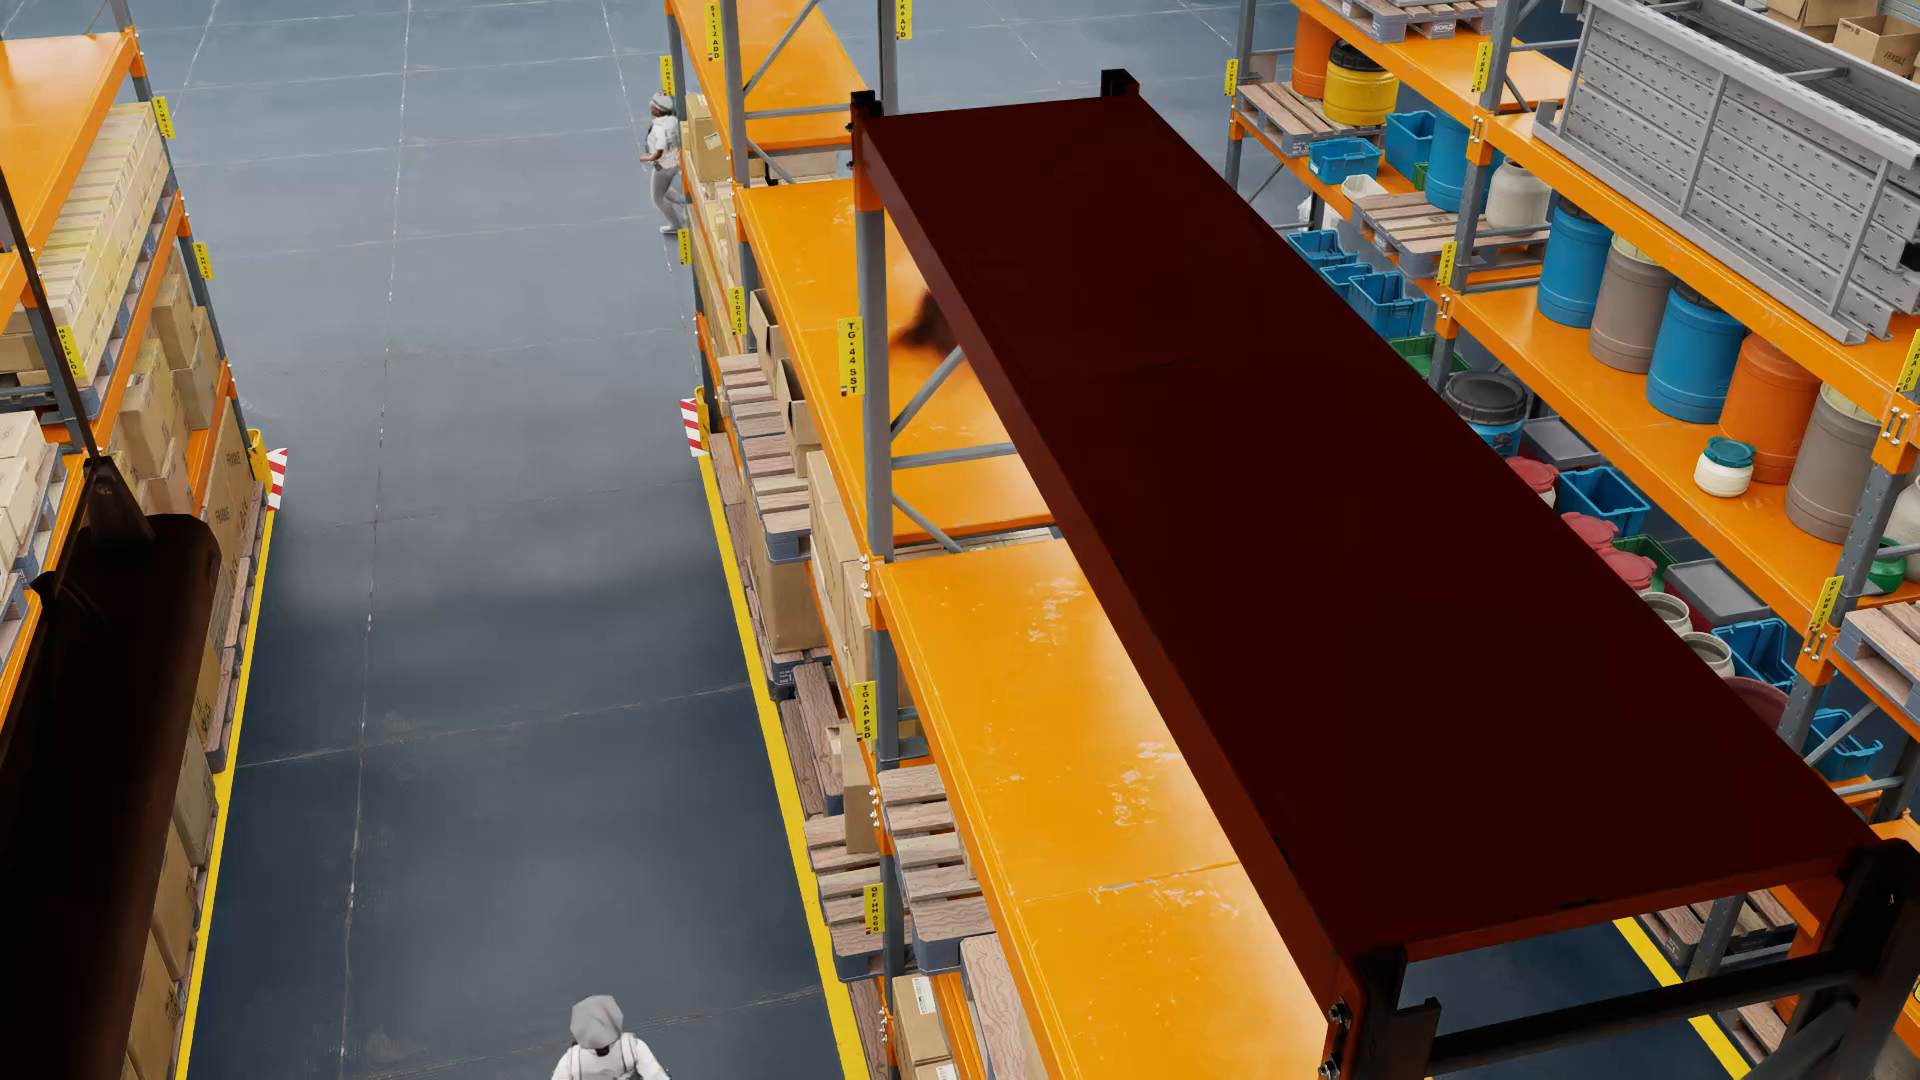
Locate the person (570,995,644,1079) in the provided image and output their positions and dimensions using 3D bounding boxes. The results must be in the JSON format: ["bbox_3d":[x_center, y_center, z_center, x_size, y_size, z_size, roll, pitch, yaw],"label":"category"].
[{"bbox_3d":[-1.738,2.524,8.136,0.349,0.800,0.344,-11,36,-16],"label":"person"}]

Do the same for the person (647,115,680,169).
[{"bbox_3d":[-3.331,-4.500,18.698,0.337,0.581,0.539,8,35,11],"label":"person"}]

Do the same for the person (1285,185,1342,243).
[{"bbox_3d":[3.578,-2.998,16.966,0.580,1.696,0.738,20,39,27],"label":"person"}]
